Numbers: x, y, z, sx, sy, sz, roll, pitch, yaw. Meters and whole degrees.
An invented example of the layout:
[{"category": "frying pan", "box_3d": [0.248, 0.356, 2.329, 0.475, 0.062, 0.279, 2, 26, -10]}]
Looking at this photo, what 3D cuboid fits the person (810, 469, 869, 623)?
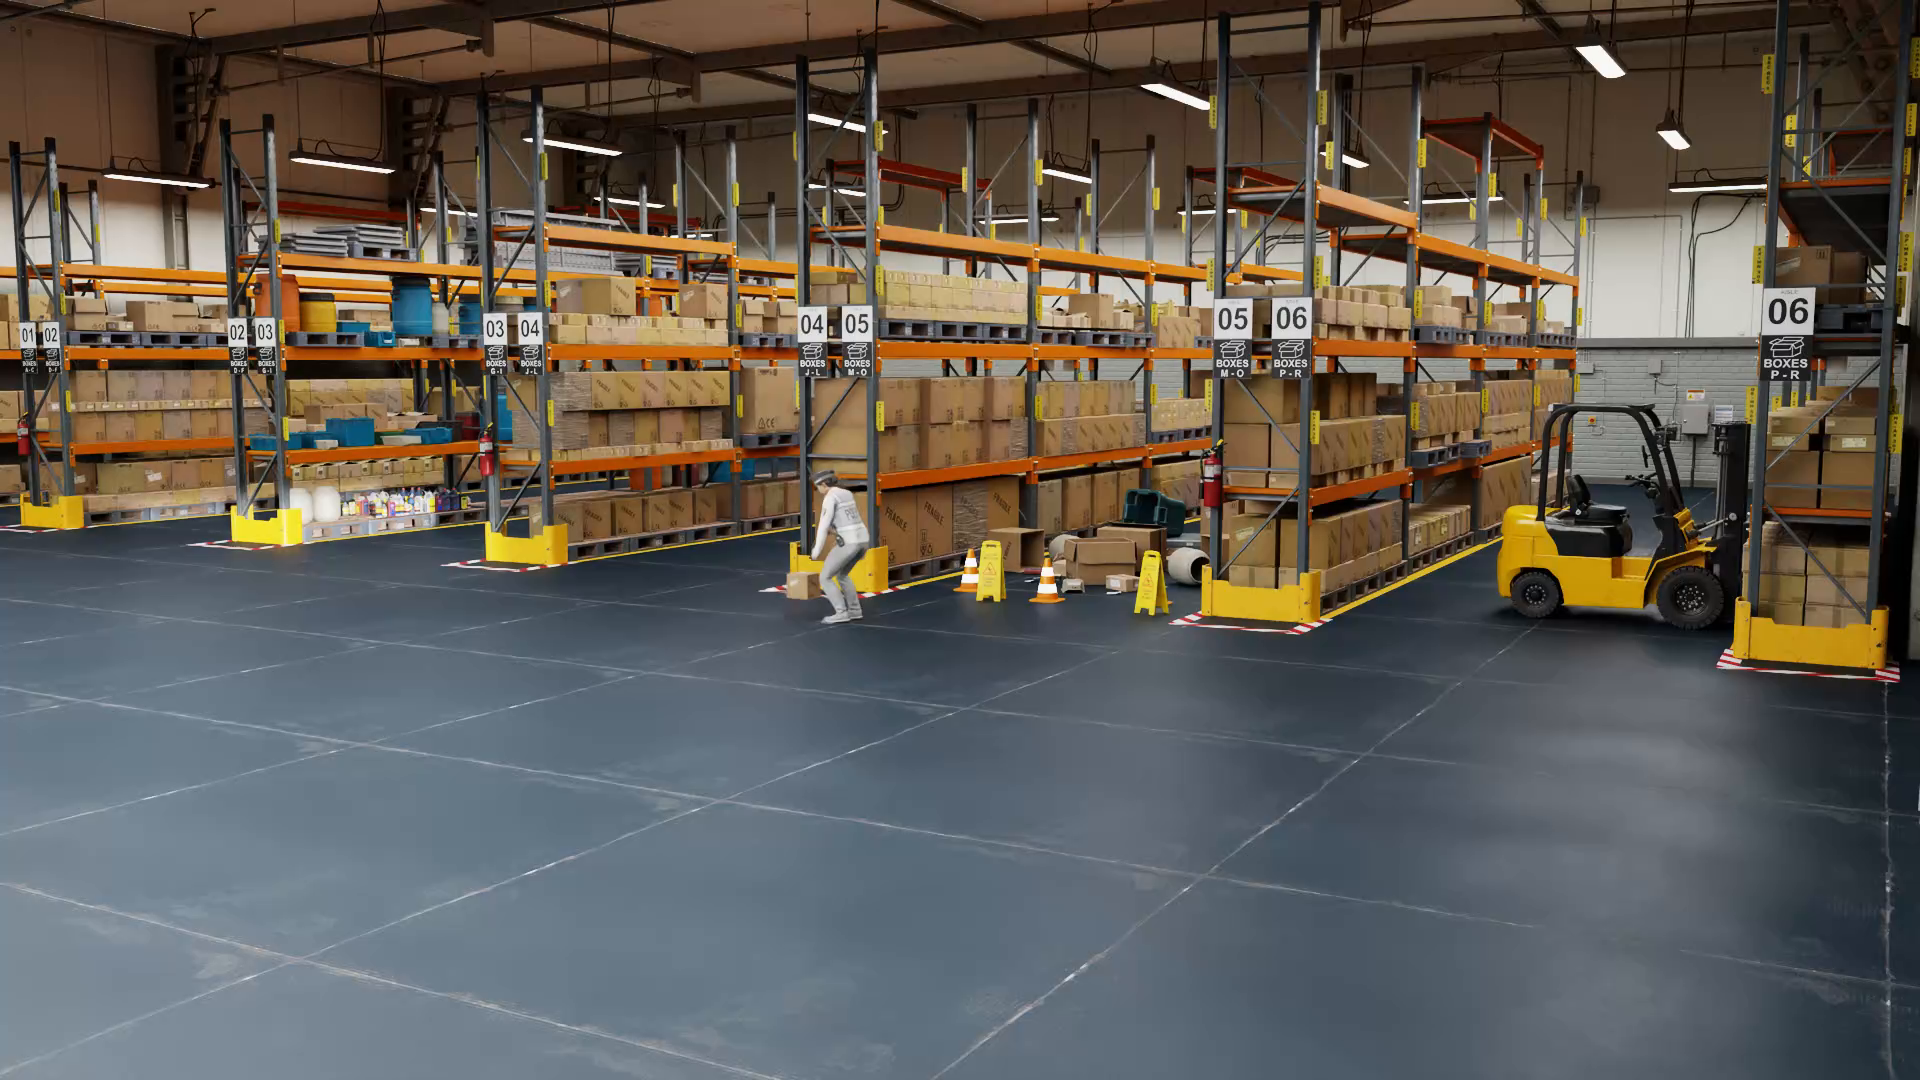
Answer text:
[{"category": "person", "box_3d": [-1.216, 0.058, 16.555, 0.591, 1.522, 0.526, 3, 7, 29]}]
